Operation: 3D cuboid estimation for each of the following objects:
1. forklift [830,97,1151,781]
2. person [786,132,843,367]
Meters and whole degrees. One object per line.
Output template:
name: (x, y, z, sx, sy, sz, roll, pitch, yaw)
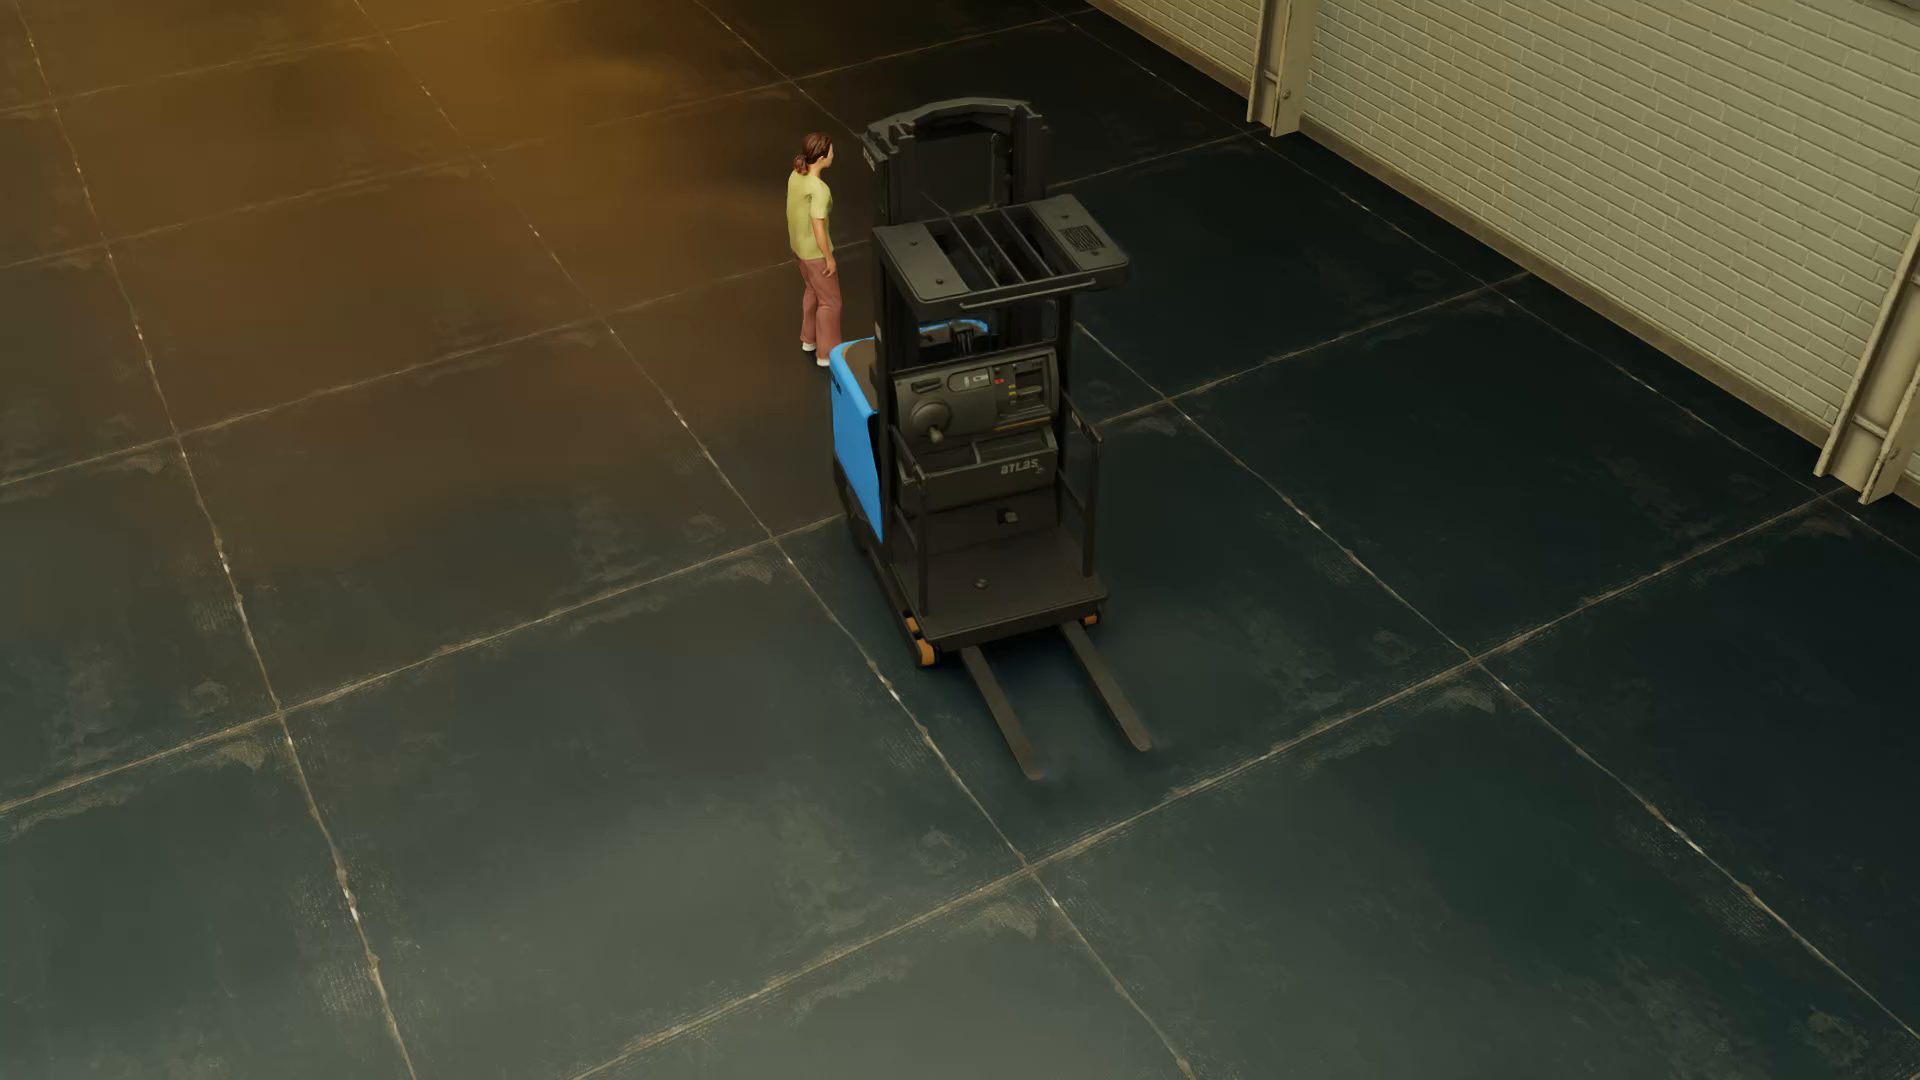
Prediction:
forklift: (0.172, -0.706, 8.887, 1.130, 2.935, 3.031, -13, 41, -15)
person: (-0.979, -2.001, 11.436, 0.360, 1.671, 0.507, -19, 43, -22)
